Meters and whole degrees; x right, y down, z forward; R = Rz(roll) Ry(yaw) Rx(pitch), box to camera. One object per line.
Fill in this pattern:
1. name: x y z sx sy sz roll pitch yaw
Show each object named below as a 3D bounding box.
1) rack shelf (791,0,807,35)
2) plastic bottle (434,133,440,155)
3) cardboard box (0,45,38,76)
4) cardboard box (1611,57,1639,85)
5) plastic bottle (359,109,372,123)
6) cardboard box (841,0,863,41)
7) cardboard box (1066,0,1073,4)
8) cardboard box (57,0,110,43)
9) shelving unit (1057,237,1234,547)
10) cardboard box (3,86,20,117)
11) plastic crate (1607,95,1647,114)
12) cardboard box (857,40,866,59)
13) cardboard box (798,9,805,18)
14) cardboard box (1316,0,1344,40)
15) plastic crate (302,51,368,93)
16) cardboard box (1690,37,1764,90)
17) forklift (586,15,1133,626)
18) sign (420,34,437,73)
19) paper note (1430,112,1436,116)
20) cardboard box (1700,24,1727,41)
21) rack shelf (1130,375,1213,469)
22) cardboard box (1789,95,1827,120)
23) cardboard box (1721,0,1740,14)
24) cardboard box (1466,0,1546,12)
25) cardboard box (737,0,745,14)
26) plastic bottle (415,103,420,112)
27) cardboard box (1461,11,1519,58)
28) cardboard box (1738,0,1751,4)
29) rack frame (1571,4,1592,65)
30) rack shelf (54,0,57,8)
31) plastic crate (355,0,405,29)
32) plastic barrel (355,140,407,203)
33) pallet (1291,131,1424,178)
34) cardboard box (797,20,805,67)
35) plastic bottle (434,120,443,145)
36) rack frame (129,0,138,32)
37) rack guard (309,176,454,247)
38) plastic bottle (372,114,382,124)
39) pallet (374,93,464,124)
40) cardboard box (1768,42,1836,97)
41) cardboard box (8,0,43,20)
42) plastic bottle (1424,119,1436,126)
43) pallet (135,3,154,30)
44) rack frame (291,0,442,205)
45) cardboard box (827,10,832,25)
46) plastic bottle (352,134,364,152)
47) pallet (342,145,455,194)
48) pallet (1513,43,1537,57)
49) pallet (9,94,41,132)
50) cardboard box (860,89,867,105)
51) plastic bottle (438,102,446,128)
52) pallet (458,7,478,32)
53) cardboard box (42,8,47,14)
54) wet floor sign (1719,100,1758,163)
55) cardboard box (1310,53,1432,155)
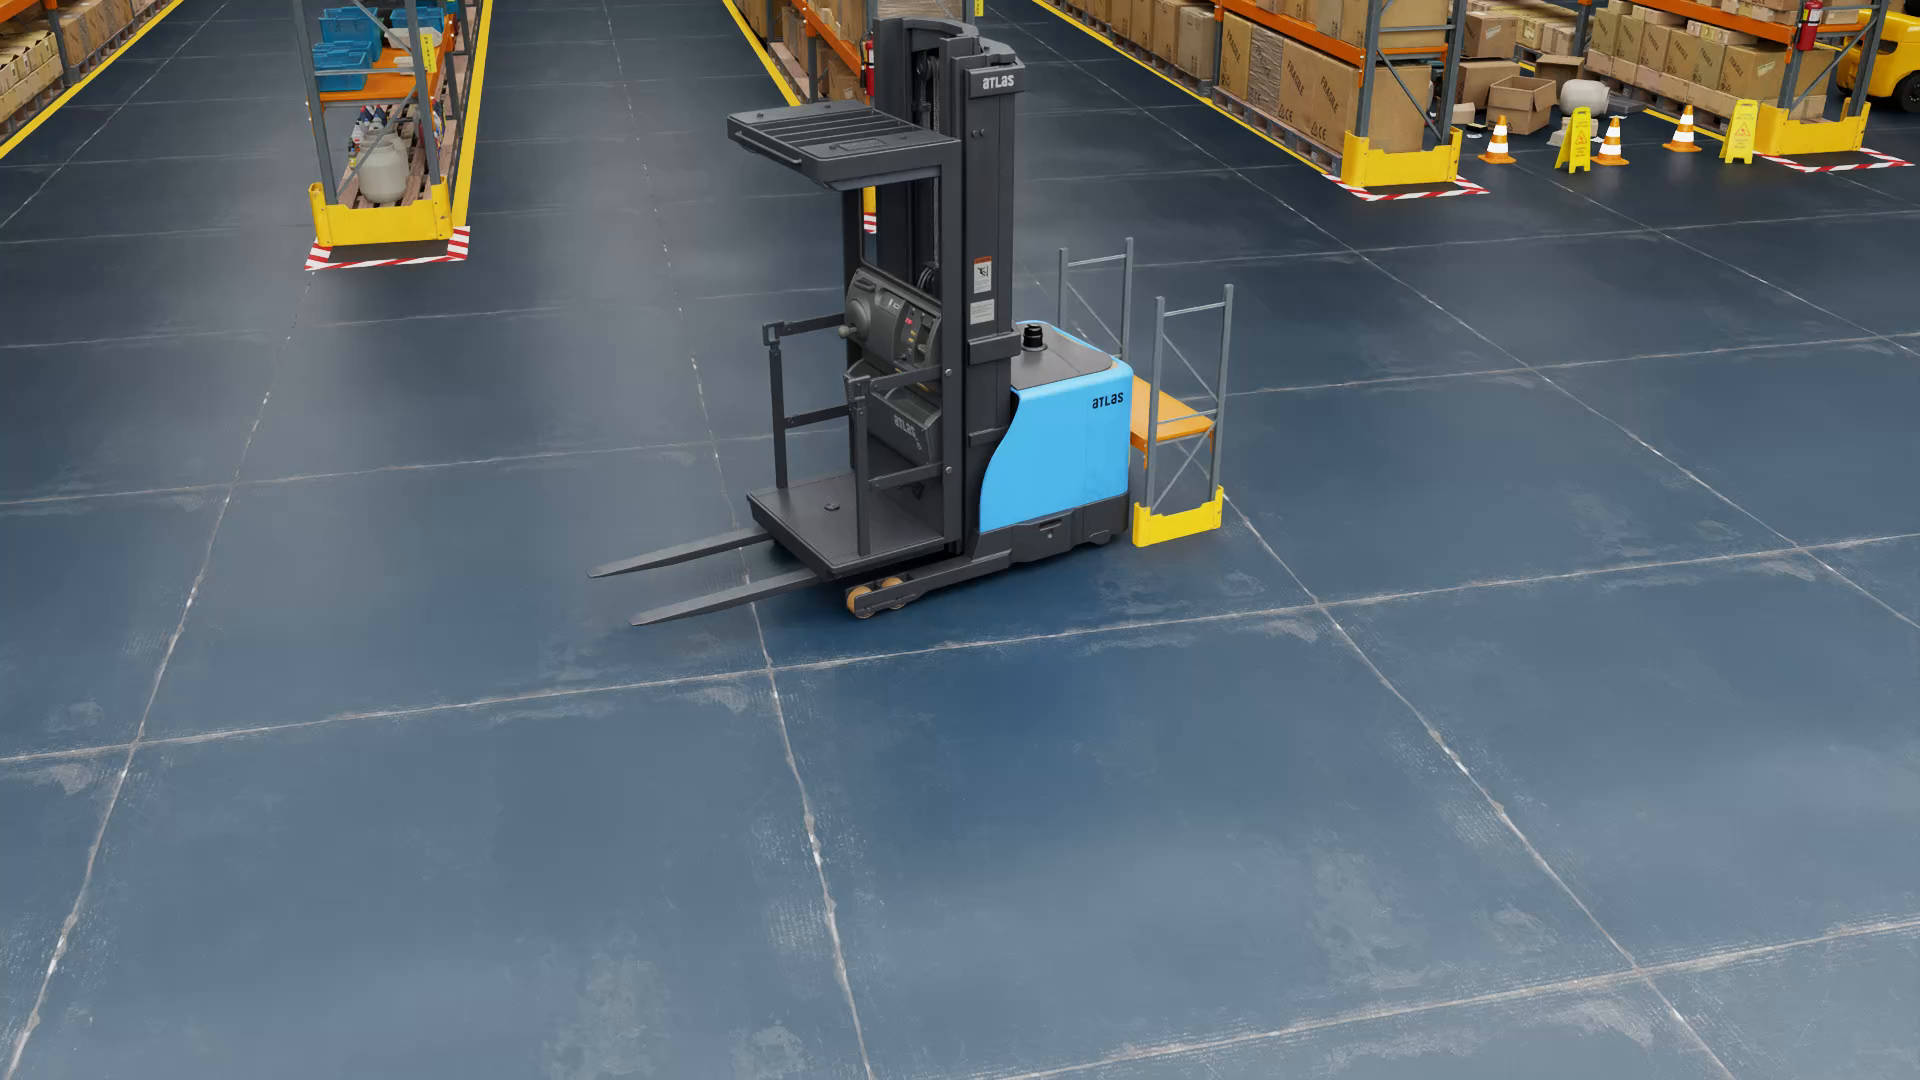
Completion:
1. rack shelf: -1.715 -6.897 20.885 1.077 0.370 4.000 -6 27 -12
2. plastic bottle: -5.371 -4.038 16.961 0.097 0.271 0.097 0 27 0
3. cardboard box: -11.226 -5.648 19.574 0.500 0.311 0.500 -6 27 -12
4. cardboard box: 8.392 -5.787 20.472 0.500 0.250 0.500 -4 27 -9
5. plastic bottle: -6.270 -4.372 17.534 0.144 0.351 0.185 -7 28 -14
6. cardboard box: -0.690 -5.213 16.309 0.875 0.500 0.500 -6 27 -12
7. cardboard box: 1.948 -8.571 25.711 0.500 0.500 0.500 -5 27 -11
8. cardboard box: -11.997 -7.080 22.734 0.500 0.500 0.500 -7 28 -13
9. shelving unit: 1.048 -0.902 9.872 0.587 1.500 1.083 -13 30 -24
10. cardboard box: -11.000 -4.950 18.814 0.500 0.250 0.500 -7 28 -13
11. plastic crate: 7.945 -5.271 20.104 0.402 0.080 0.583 -16 31 -29
12. cardboard box: -0.791 -4.791 16.191 0.380 0.149 0.250 -6 27 -12
13. cardboard box: -1.857 -6.989 21.721 0.500 0.250 0.500 -3 27 -6
14. cardboard box: 4.219 -5.508 17.168 0.875 0.550 0.550 -6 27 -12
15. plastic crate: -5.593 -4.204 14.916 0.499 0.251 0.616 -6 27 -12
16. cardboard box: 8.736 -5.439 18.951 0.500 0.500 0.500 -5 27 -10
17. forklift: -0.539 -1.161 8.797 3.031 2.935 1.130 -15 31 -28
18. sign: -4.652 -4.259 14.552 0.100 0.325 0.005 -6 27 -12
19. paper note: 5.679 -5.060 19.751 0.172 0.023 0.155 3 27 6
20. cardboard box: 8.655 -5.765 18.877 0.380 0.149 0.250 -5 27 -11
21. rack shelf: 1.053 -0.737 9.946 0.538 0.185 1.000 -13 30 -24
22. cardboard box: 9.379 -4.933 18.780 0.500 0.250 0.500 -6 27 -12
23. cardboard box: 8.710 -5.946 18.480 0.380 0.149 0.250 -5 27 -11
24. cardboard box: 7.781 -7.545 23.820 0.950 0.372 0.625 -6 27 -13
25. cardboard box: -2.702 -8.420 24.996 1.225 0.875 0.875 -7 28 -13
26. plastic bottle: -5.805 -4.583 17.953 0.144 0.351 0.185 -6 27 -12
27. cardboard box: 6.663 -6.375 20.985 0.500 0.500 0.500 -6 27 -12
28. cardboard box: 8.793 -6.199 18.261 0.500 0.500 0.500 -6 27 -11
29. rack frame: 8.390 -7.347 20.977 1.000 3.000 0.127 -6 27 -12
30. rack shelf: -12.269 -7.649 22.374 1.077 0.370 4.000 -6 27 -12
31. plastic crate: -6.096 -5.567 17.520 0.767 0.338 0.504 -6 27 -12
32. plastic barrel: -5.412 -3.439 15.530 0.421 0.512 0.421 0 27 0
33. pallet: 4.235 -4.142 17.722 1.003 0.211 1.213 -6 27 -12
34. cardboard box: -1.724 -6.394 21.376 0.700 0.500 0.500 -4 27 -7
35. plastic bottle: -5.516 -4.267 17.409 0.152 0.276 0.135 -5 27 -11
36. rack frame: -12.720 -8.848 23.951 1.000 3.000 0.127 -6 27 -12
37. rack guard: -5.252 -2.994 15.127 1.175 0.500 0.348 -6 27 -12
38. plastic bottle: -6.162 -4.368 17.615 0.097 0.271 0.097 0 27 0
39. pallet: -6.305 -4.933 19.290 1.003 0.211 1.213 -6 27 -12
40. cardboard box: 9.374 -5.278 18.631 0.500 0.500 0.500 -7 28 -13
41. cardboard box: -12.275 -6.918 21.582 0.500 0.250 0.500 -5 27 -10
42. plastic bottle: 5.383 -4.842 19.275 0.283 0.061 0.133 -16 31 -29
43. pallet: -12.874 -7.905 25.177 1.003 0.211 1.213 -6 27 -12
44. rack frame: -5.189 -4.081 14.507 1.000 3.000 0.127 -6 27 -12
45. cardboard box: -1.204 -5.557 17.710 0.380 0.149 0.250 -6 27 -12
46. plastic bottle: -6.060 -3.937 16.756 0.152 0.276 0.135 -6 27 -11
47. pallet: -5.701 -3.757 16.959 1.003 0.211 1.213 -6 27 -12
48. pallet: 7.935 -6.980 23.345 1.003 0.211 1.213 -6 27 -12
49. pallet: -11.400 -4.947 19.318 1.003 0.211 1.213 -6 27 -12
50. cardboard box: -0.778 -4.468 17.580 0.500 0.500 0.500 -3 27 -7
51. plastic bottle: -5.660 -4.644 18.147 0.061 0.283 0.133 -5 27 -9
52. pallet: -7.760 -7.762 24.893 1.003 0.211 1.213 -6 27 -12
53. cardboard box: -12.374 -6.787 22.153 0.500 0.500 0.500 -7 28 -13
54. wet floor sign: 8.292 -4.348 17.648 0.267 0.644 0.232 3 27 6
55. cardboard box: 4.275 -4.574 17.374 0.875 0.875 0.875 -6 27 -11
